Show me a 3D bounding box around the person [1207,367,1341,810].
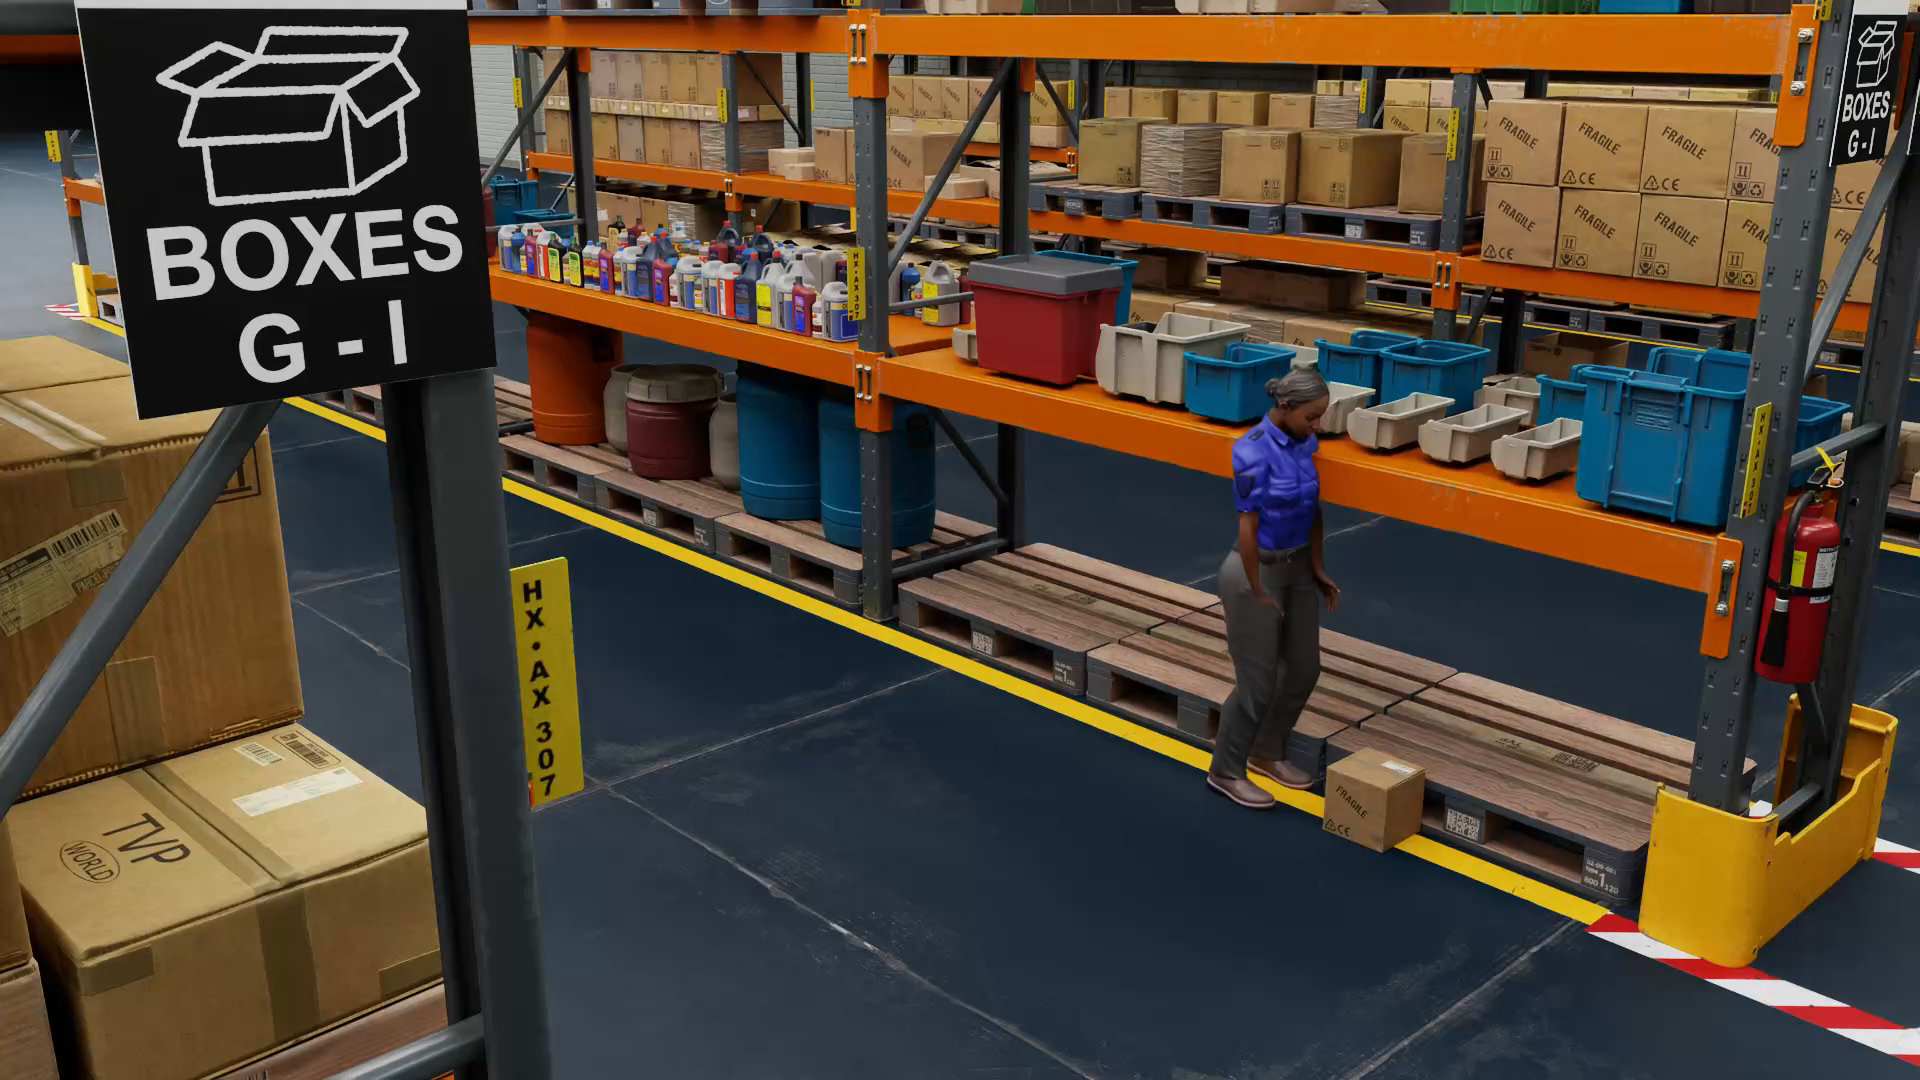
[{"bbox_3d":[1.164,0.162,6.108,0.448,1.631,0.342,-15,23,-40],"label":"person"}]
